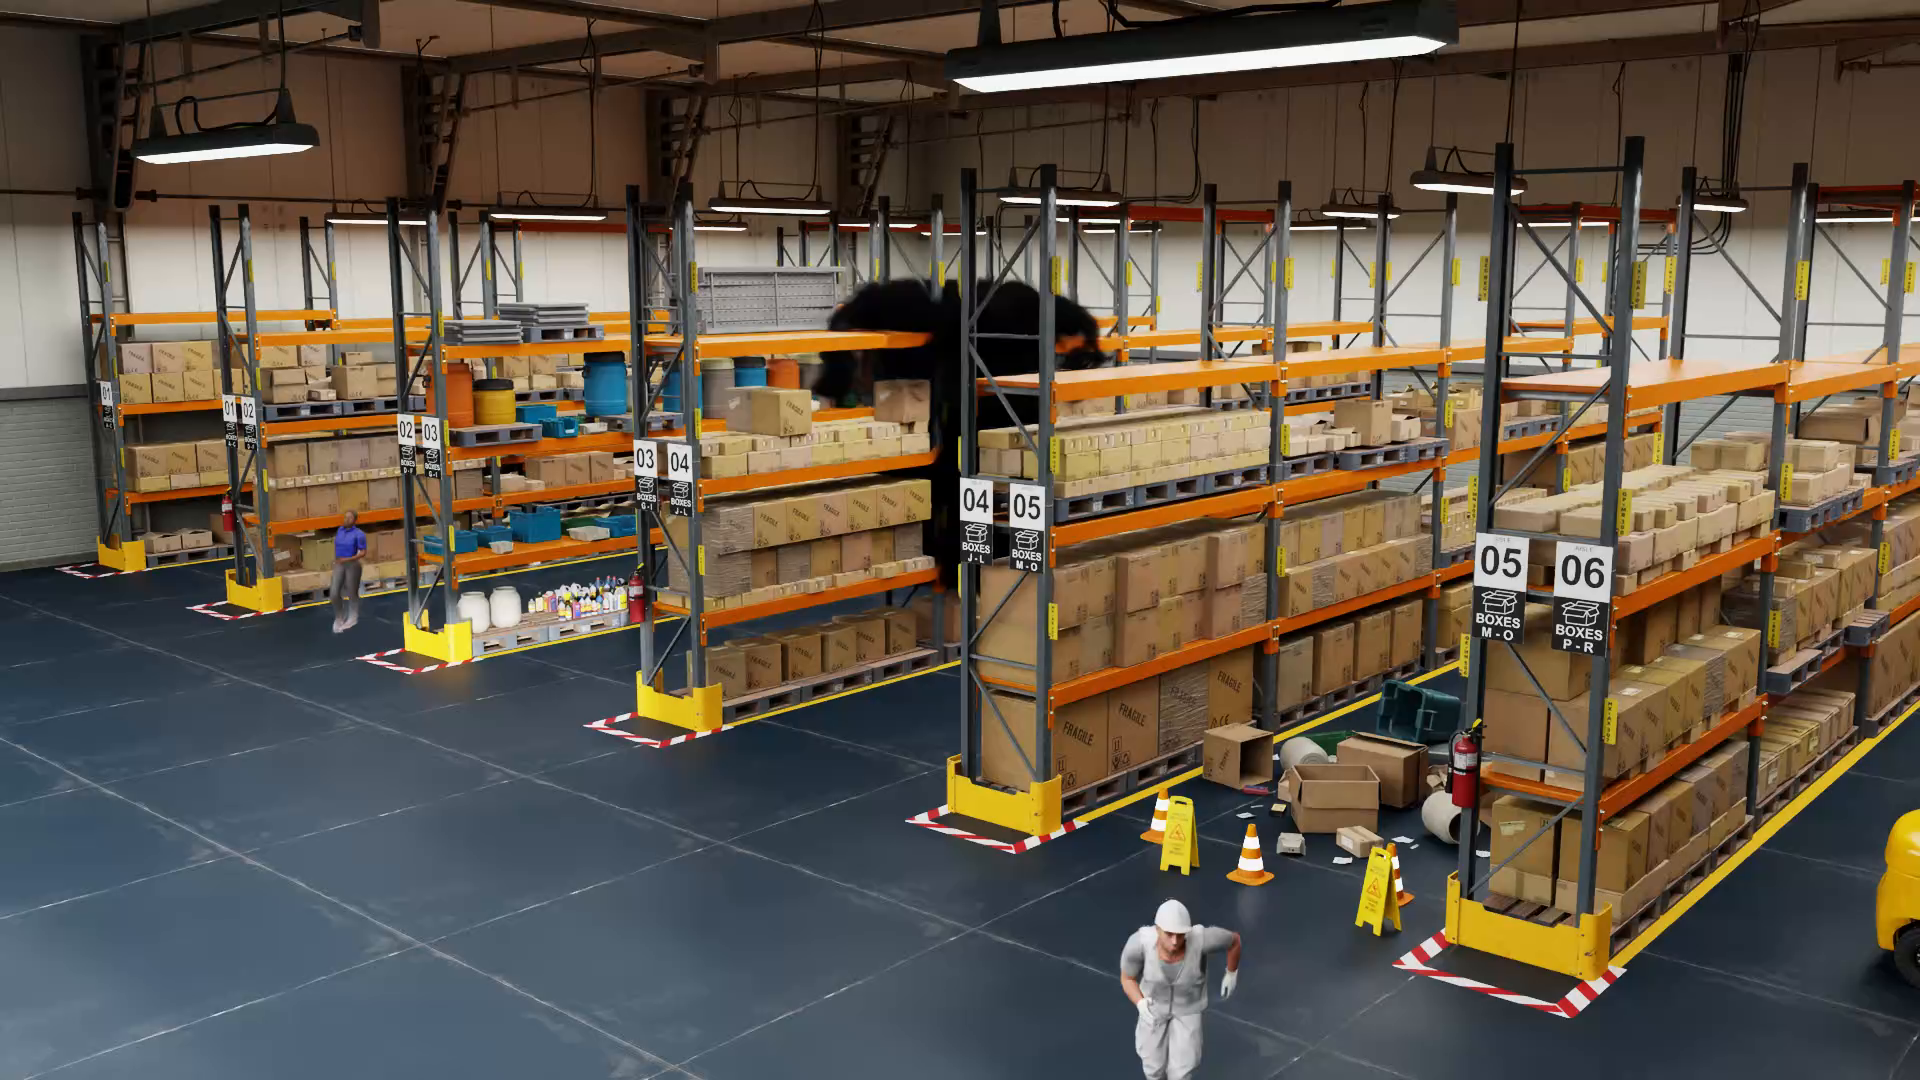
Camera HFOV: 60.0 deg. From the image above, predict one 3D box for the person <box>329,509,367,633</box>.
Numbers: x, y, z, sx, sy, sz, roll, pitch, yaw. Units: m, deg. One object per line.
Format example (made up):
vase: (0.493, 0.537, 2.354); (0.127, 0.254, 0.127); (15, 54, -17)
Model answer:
person: (-8.185, 0.423, 22.242); (0.557, 1.685, 0.589); (1, 10, 9)

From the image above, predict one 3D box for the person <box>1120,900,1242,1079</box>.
person: (1.283, 2.792, 9.714); (0.696, 1.602, 0.830); (1, 10, 9)
